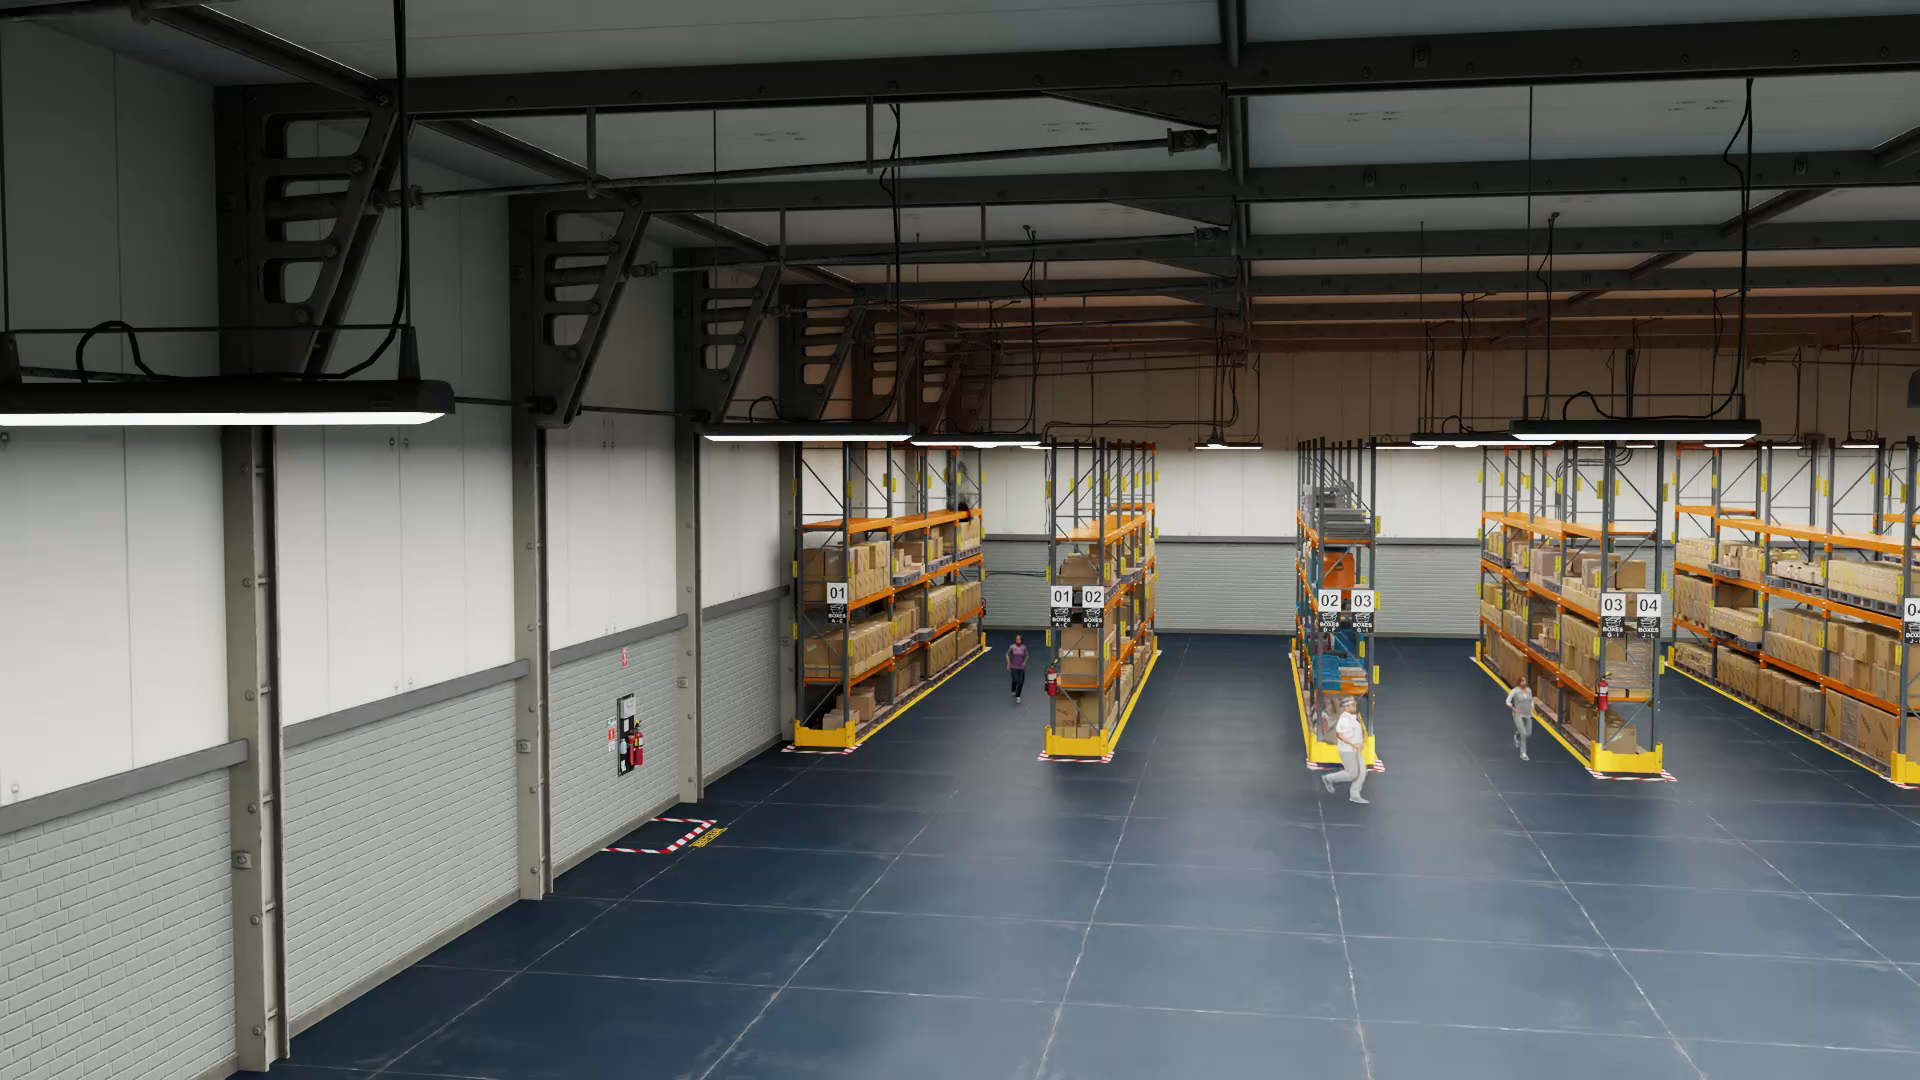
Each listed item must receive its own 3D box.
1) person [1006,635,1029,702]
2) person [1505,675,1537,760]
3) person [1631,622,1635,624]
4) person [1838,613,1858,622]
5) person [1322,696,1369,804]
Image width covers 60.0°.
[{"bbox_3d":[1.317,2.934,37.910,0.515,1.554,0.627,0,3,-3],"label":"person"},{"bbox_3d":[10.490,3.306,31.145,0.540,1.567,0.604,0,3,-8],"label":"person"},{"bbox_3d":[17.853,2.515,44.708,0.521,1.710,0.647,-3,4,-44],"label":"person"},{"bbox_3d":[24.002,2.509,45.113,0.672,1.712,0.616,1,3,12],"label":"person"},{"bbox_3d":[6.327,3.420,27.175,0.752,1.752,0.663,2,3,28],"label":"person"}]
